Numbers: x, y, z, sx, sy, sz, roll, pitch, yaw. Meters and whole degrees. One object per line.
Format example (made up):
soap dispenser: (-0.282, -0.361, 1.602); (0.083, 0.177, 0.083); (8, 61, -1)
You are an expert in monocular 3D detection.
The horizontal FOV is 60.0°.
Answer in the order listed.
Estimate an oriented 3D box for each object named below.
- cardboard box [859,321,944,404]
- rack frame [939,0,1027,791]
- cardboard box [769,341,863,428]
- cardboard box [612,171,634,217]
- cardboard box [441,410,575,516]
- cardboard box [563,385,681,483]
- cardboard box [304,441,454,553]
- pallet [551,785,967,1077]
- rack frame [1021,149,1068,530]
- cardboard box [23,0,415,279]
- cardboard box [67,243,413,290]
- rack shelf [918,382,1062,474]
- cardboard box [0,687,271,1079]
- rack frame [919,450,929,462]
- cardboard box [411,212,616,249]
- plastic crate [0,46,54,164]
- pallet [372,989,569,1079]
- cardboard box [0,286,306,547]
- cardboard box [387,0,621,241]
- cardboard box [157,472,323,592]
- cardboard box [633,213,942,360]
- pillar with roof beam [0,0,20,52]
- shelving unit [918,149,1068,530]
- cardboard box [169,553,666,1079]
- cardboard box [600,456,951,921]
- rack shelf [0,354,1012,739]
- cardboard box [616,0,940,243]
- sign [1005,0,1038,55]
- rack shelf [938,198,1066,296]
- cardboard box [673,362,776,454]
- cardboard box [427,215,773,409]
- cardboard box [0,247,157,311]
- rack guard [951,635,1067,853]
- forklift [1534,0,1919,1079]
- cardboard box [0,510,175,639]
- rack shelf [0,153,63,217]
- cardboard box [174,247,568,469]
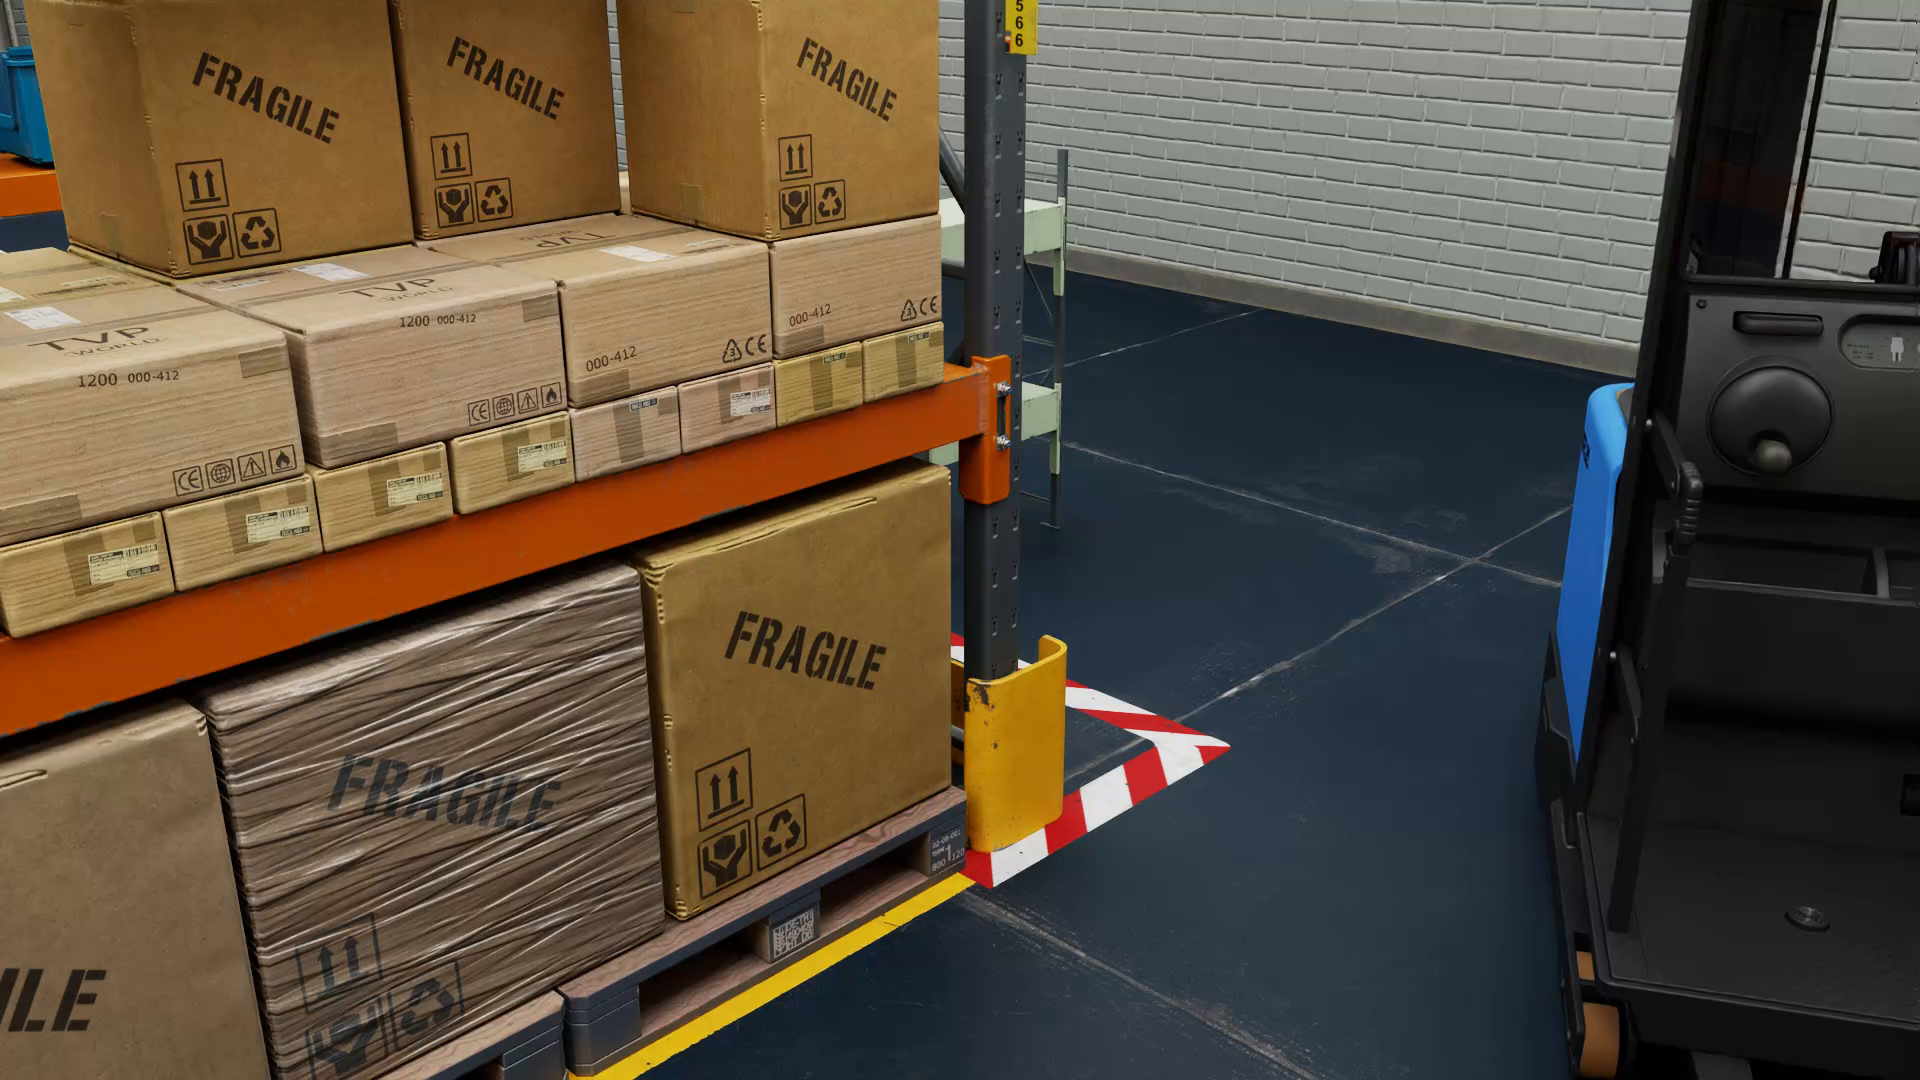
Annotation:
cardboard box: (-0.256, -0.453, 3.922); (0.250, 0.149, 0.380); (-20, 28, -41)
rack frame: (-0.243, -0.744, 4.330); (1.000, 3.000, 0.127); (19, 28, 41)
cardboard box: (-0.436, -0.386, 3.747); (0.380, 0.149, 0.250); (20, 28, 41)
cardboard box: (-0.772, -0.757, 4.158); (0.500, 0.250, 0.500); (18, 28, 39)
cardboard box: (-0.967, -0.190, 3.238); (0.380, 0.149, 0.250); (18, 28, 39)
cardboard box: (-0.787, -0.257, 3.413); (0.250, 0.149, 0.380); (-20, 28, -41)
cardboard box: (-1.148, -0.123, 3.064); (0.380, 0.149, 0.250); (19, 28, 41)
pallet: (-0.745, 0.783, 4.244); (1.003, 0.211, 1.213); (19, 28, 41)
rack frame: (0.251, -0.792, 6.546); (0.400, 1.500, 0.023); (19, 28, 41)
cardboard box: (-1.477, -0.844, 3.339); (0.500, 0.500, 0.500); (18, 28, 39)
cardboard box: (-1.483, -0.494, 3.472); (0.500, 0.250, 0.500); (18, 27, 39)
rack shelf: (-0.005, -0.394, 6.418); (0.431, 0.370, 0.720); (19, 28, 41)
cardboard box: (-1.888, 0.699, 2.952); (0.875, 0.875, 0.875); (19, 28, 41)
rack frame: (-0.260, -0.604, 6.056); (0.400, 1.500, 0.023); (19, 28, 41)
cardboard box: (-1.129, -0.622, 3.806); (0.500, 0.250, 0.500); (19, 28, 40)
plastic crate: (-3.892, -1.895, 7.192); (0.616, 0.435, 0.499); (19, 28, 41)
pallet: (-1.596, 1.095, 3.432); (1.003, 0.211, 1.213); (19, 28, 41)
cardboard box: (-1.461, -0.226, 2.776); (0.500, 0.250, 0.500); (19, 28, 41)
cardboard box: (-1.120, -0.979, 3.689); (0.500, 0.500, 0.500); (18, 28, 39)
cardboard box: (-1.322, -0.060, 2.900); (0.250, 0.149, 0.380); (-19, 28, -41)
cardboard box: (-0.391, -0.622, 3.806); (0.500, 0.250, 0.500); (19, 28, 40)
pillar with roof beam: (-6.542, -7.097, 12.495); (9.100, 9.000, 0.400); (19, 28, 41)
shelving unit: (-0.005, -0.698, 6.301); (0.431, 1.500, 0.755); (19, 28, 41)
cardboard box: (-1.267, 0.470, 3.547); (0.875, 0.875, 0.875); (19, 28, 41)
cardboard box: (-0.632, 0.236, 4.155); (0.875, 0.875, 0.875); (19, 28, 41)
rack shelf: (-1.638, 0.106, 3.121); (1.077, 0.370, 4.000); (19, 28, 41)
cardboard box: (-0.395, -0.972, 3.672); (0.500, 0.500, 0.500); (20, 29, 41)
sign: (0.136, -1.256, 3.717); (0.100, 0.325, 0.005); (19, 28, 41)
rack shelf: (-0.005, -1.063, 6.161); (0.431, 0.370, 0.720); (19, 28, 41)
cardboard box: (-0.613, -0.321, 3.579); (0.380, 0.149, 0.250); (19, 28, 41)
cardboard box: (-0.746, -0.492, 3.467); (0.500, 0.250, 0.500); (19, 28, 40)
cardboard box: (-1.843, -0.358, 3.120); (0.500, 0.250, 0.500); (19, 28, 40)
rack guard: (-0.227, 0.417, 4.794); (1.175, 0.500, 0.348); (19, 28, 41)
forklift: (1.918, -0.272, 3.196); (1.130, 2.935, 3.031); (6, 22, 14)
cardboard box: (-1.503, 0.007, 2.724); (0.380, 0.149, 0.250); (18, 28, 39)
rack shelf: (-5.187, -1.134, 6.346); (1.077, 0.370, 4.000); (19, 28, 41)
cardboard box: (-1.100, -0.361, 3.127); (0.500, 0.250, 0.500); (18, 27, 39)
